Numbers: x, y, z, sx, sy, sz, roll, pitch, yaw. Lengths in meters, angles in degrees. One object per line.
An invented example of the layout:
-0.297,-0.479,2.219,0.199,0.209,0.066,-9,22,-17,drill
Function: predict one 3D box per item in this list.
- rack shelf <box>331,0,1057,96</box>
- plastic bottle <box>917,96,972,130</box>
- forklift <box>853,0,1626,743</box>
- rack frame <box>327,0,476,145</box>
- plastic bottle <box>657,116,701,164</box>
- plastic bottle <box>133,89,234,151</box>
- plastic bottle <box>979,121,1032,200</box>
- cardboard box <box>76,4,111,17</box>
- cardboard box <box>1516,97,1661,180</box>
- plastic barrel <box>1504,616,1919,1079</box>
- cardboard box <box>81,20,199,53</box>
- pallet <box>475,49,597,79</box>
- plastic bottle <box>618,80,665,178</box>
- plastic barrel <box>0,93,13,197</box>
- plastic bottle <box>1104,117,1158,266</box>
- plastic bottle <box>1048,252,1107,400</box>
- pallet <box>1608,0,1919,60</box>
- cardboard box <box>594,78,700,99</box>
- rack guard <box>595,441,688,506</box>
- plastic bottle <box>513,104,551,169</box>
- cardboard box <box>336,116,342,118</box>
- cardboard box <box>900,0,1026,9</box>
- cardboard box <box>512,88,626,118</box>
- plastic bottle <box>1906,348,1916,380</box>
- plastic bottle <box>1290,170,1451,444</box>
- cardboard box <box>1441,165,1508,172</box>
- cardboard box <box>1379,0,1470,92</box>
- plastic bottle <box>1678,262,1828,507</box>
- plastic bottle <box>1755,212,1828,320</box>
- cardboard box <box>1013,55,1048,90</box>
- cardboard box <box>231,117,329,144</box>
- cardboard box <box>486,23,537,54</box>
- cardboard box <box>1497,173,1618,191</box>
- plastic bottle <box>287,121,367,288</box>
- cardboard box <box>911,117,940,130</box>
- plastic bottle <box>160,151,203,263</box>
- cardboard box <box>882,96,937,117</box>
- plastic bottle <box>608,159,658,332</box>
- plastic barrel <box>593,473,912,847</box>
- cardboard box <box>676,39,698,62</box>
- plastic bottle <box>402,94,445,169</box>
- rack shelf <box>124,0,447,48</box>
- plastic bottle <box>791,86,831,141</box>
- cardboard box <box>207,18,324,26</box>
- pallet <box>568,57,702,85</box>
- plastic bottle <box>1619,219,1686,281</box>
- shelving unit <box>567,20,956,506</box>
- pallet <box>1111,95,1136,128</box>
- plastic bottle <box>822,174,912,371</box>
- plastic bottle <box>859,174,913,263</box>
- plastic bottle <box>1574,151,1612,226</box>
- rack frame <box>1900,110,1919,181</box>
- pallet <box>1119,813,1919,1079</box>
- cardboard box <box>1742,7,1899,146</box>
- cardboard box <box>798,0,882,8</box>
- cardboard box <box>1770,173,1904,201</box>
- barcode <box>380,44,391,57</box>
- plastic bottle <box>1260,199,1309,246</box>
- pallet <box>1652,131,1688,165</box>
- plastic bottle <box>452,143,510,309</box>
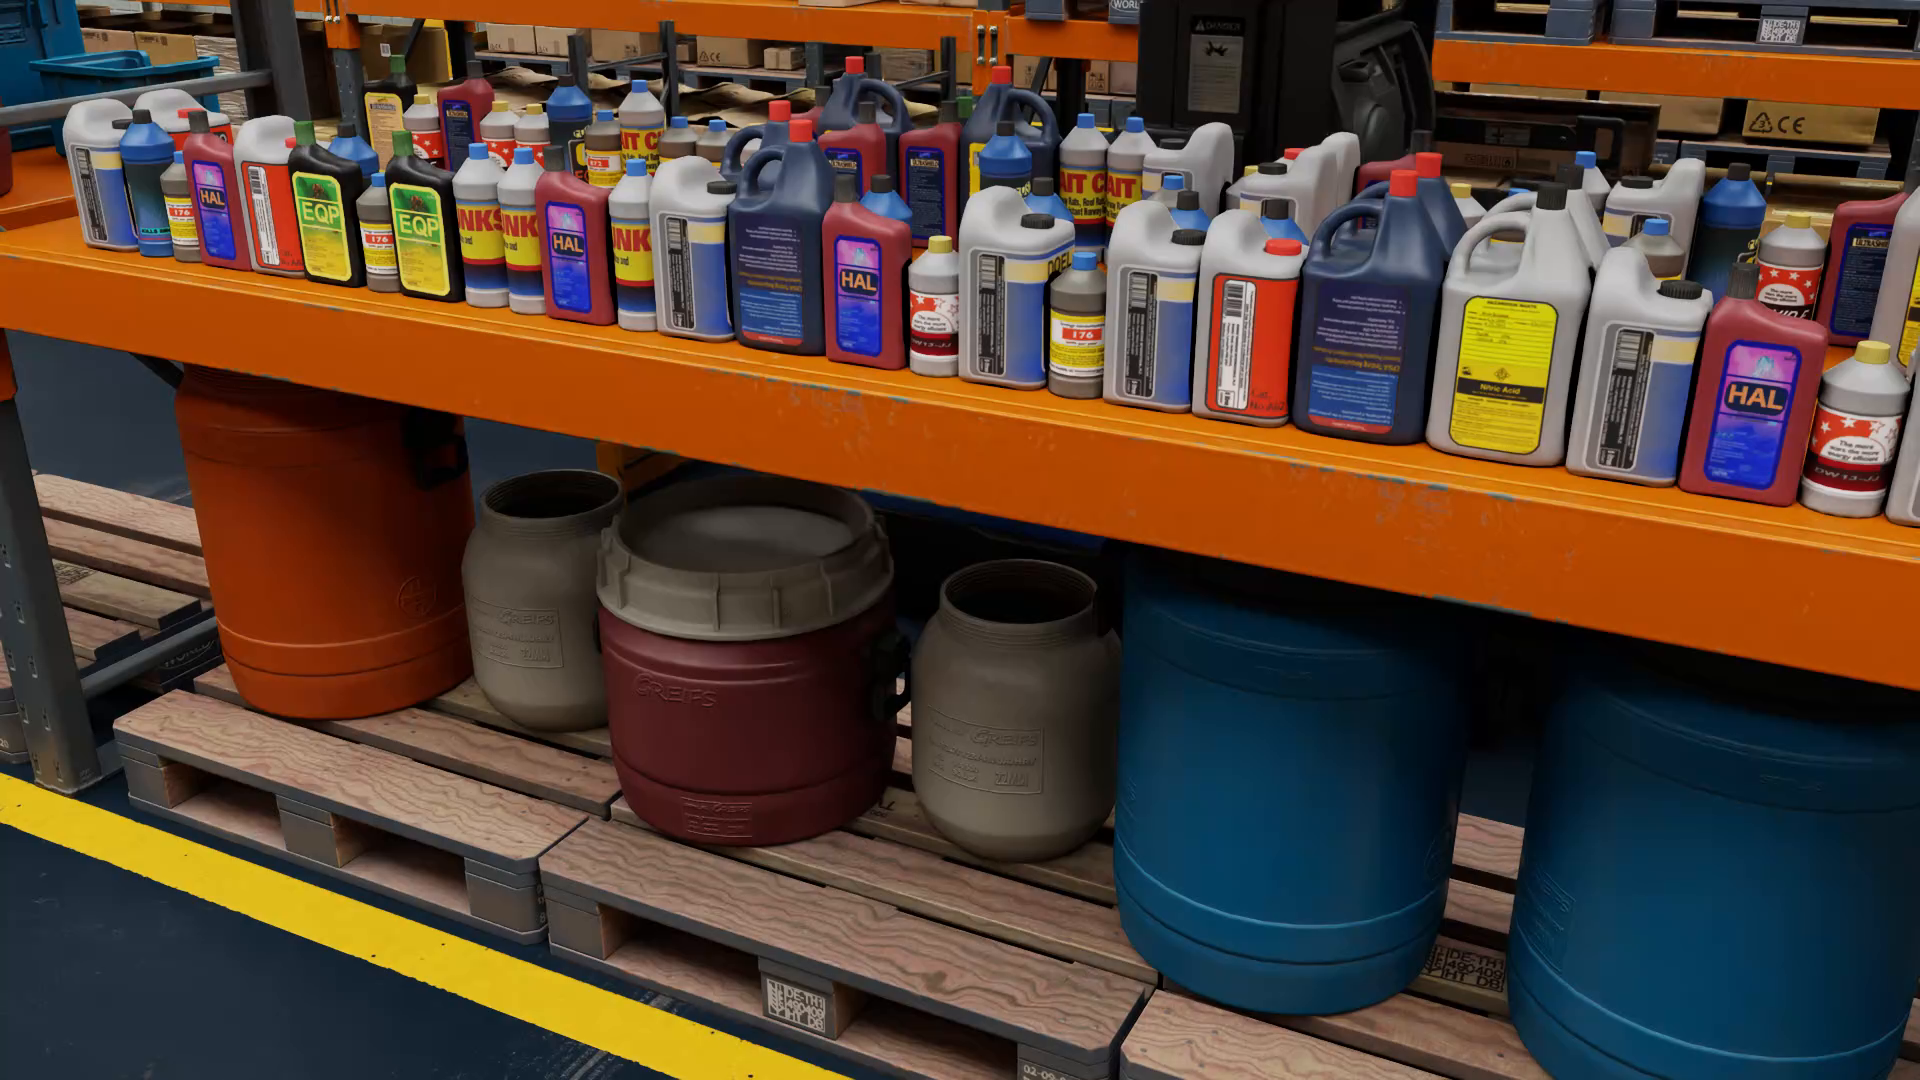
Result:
-1.429,-2.718,8.728,4.000,0.370,1.077,11,25,25,rack shelf
-0.025,-0.733,3.289,0.133,0.283,0.061,11,25,25,plastic bottle
1.238,-1.088,4.064,3.031,2.935,1.130,11,25,24,forklift
-3.214,-3.402,9.418,0.127,3.000,1.000,11,25,25,rack frame
-0.594,-0.800,3.551,0.097,0.201,0.097,0,23,0,plastic bottle
-1.573,-0.774,3.395,0.135,0.276,0.152,11,25,25,plastic bottle
0.083,-0.635,3.074,0.097,0.271,0.097,0,23,0,plastic bottle
-6.170,-3.391,11.410,0.500,0.500,0.500,11,25,25,cardboard box
2.712,-1.734,7.169,0.500,0.250,0.500,11,26,25,cardboard box
1.210,0.410,2.598,0.708,0.901,0.600,11,25,25,plastic barrel
-5.068,-2.944,10.357,0.500,0.500,0.500,11,25,25,cardboard box
-3.775,-4.387,15.296,1.213,0.211,1.003,11,25,25,pallet
-0.681,-0.849,3.578,0.097,0.271,0.097,0,23,0,plastic bottle
-2.433,-1.006,3.608,0.708,0.536,0.600,11,25,25,plastic barrel
0.322,-0.651,3.111,0.097,0.271,0.097,0,23,0,plastic bottle
0.178,-0.314,2.409,0.097,0.201,0.097,0,23,0,plastic bottle
3.262,-2.081,6.555,1.213,0.211,1.003,11,25,25,pallet
-1.811,-2.438,9.411,0.500,0.311,0.500,11,25,24,cardboard box
-1.027,-0.318,5.677,0.087,0.250,0.587,11,25,24,rack guard
-0.941,-0.868,3.713,0.097,0.201,0.097,0,23,0,plastic bottle
-3.491,-2.518,10.315,0.500,0.250,0.500,11,25,25,cardboard box
0.051,-2.735,7.961,0.500,0.311,0.500,13,26,28,cardboard box
-2.050,-2.247,8.962,0.500,0.311,0.500,10,25,23,cardboard box
1.230,-0.173,2.077,0.097,0.201,0.097,0,23,0,plastic bottle
0.555,-0.319,2.229,0.185,0.351,0.144,11,25,25,plastic bottle
2.229,-1.483,7.537,0.500,0.500,0.500,10,25,23,cardboard box
3.185,-3.455,11.752,0.750,0.750,0.750,11,25,24,cardboard box
0.963,-0.188,2.009,0.133,0.283,0.061,11,25,25,plastic bottle
1.323,-0.420,2.660,0.097,0.201,0.097,0,23,0,plastic bottle
0.603,-3.883,13.180,0.500,0.500,0.700,12,26,25,cardboard box
-4.168,-2.428,10.103,0.500,0.250,0.500,11,25,25,cardboard box
-3.975,-4.651,15.227,0.500,0.311,0.500,8,24,19,cardboard box
2.471,-1.208,6.889,0.500,0.500,0.500,12,26,25,cardboard box
-1.130,-0.603,2.983,0.133,0.283,0.061,11,25,25,plastic bottle
-0.222,-1.889,8.118,0.500,0.311,0.500,12,26,26,cardboard box
-1.464,-0.639,3.173,0.097,0.201,0.097,0,23,0,plastic bottle
-0.451,-2.167,8.773,0.500,0.311,0.500,11,25,23,cardboard box
-0.520,-0.484,2.721,0.097,0.271,0.097,0,23,0,plastic bottle
-0.430,0.229,3.422,0.708,0.588,0.600,11,25,25,plastic barrel
-2.400,-4.313,14.640,0.250,0.149,0.380,9,25,20,cardboard box
-1.234,-0.926,3.849,0.097,0.201,0.097,0,23,0,plastic bottle
-4.998,-3.425,10.389,4.000,0.370,1.077,11,25,25,rack shelf
-0.309,-0.789,3.421,0.133,0.283,0.061,11,25,25,plastic bottle
-4.379,-3.043,10.592,0.500,0.500,0.500,11,25,25,cardboard box
-2.690,-4.171,14.789,1.213,0.211,1.003,11,25,25,pallet
1.080,-0.402,2.615,0.097,0.201,0.097,0,23,0,plastic bottle
-0.582,-0.805,5.226,1.083,1.500,0.587,11,25,24,shelving unit
1.891,-3.282,12.698,1.213,0.211,1.003,11,25,25,pallet
-0.140,-0.407,2.523,0.133,0.283,0.061,11,25,25,plastic bottle
-0.121,-0.432,2.597,0.097,0.271,0.097,0,23,0,plastic bottle
1.029,-0.511,2.783,0.097,0.271,0.097,0,23,0,plastic bottle
6.158,-3.721,10.166,0.127,3.000,1.000,11,25,25,rack frame
1.018,0.872,2.930,1.213,0.211,1.003,11,25,25,pallet
5.519,-2.994,10.668,0.750,0.750,0.750,12,26,25,cardboard box
-0.571,-2.643,7.953,0.250,0.149,0.380,11,25,25,cardboard box
3.604,-1.213,6.900,0.500,0.500,0.500,10,25,22,cardboard box
-3.174,-2.706,9.185,0.075,0.075,0.001,11,25,25,barcode
0.454,-0.358,2.424,0.097,0.271,0.097,0,23,0,plastic bottle
4.342,-2.762,11.476,1.213,0.211,1.003,11,25,25,pallet
-0.813,-0.542,2.857,0.097,0.271,0.097,0,23,0,plastic bottle
